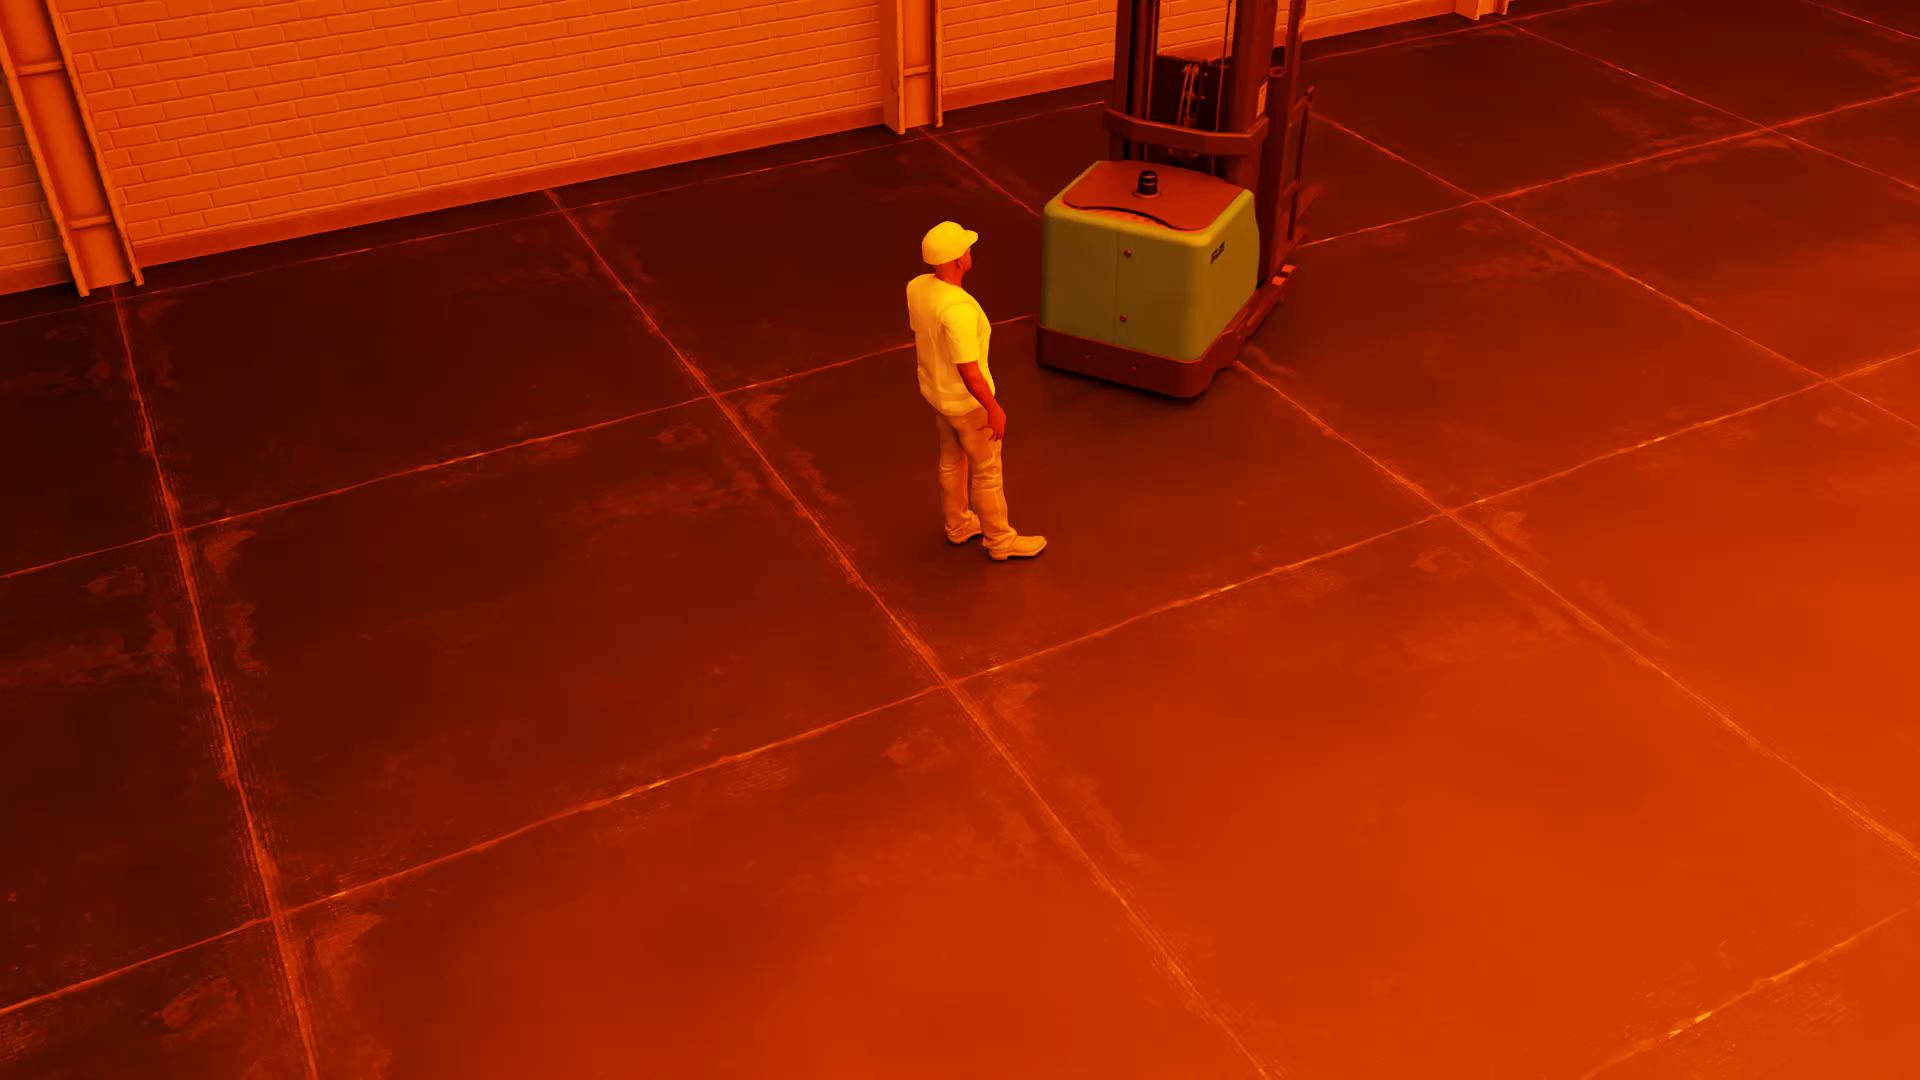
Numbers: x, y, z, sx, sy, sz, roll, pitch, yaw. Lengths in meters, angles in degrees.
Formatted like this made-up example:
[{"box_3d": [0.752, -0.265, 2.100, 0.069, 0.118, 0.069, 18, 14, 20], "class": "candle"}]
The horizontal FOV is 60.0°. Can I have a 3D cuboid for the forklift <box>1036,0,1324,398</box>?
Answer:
[{"box_3d": [1.592, -2.858, 10.167, 1.130, 2.935, 3.031, 17, 39, 22], "class": "forklift"}]

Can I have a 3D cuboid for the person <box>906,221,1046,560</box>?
[{"box_3d": [0.065, -0.743, 8.171, 0.575, 1.768, 0.665, -17, 39, -23], "class": "person"}]
